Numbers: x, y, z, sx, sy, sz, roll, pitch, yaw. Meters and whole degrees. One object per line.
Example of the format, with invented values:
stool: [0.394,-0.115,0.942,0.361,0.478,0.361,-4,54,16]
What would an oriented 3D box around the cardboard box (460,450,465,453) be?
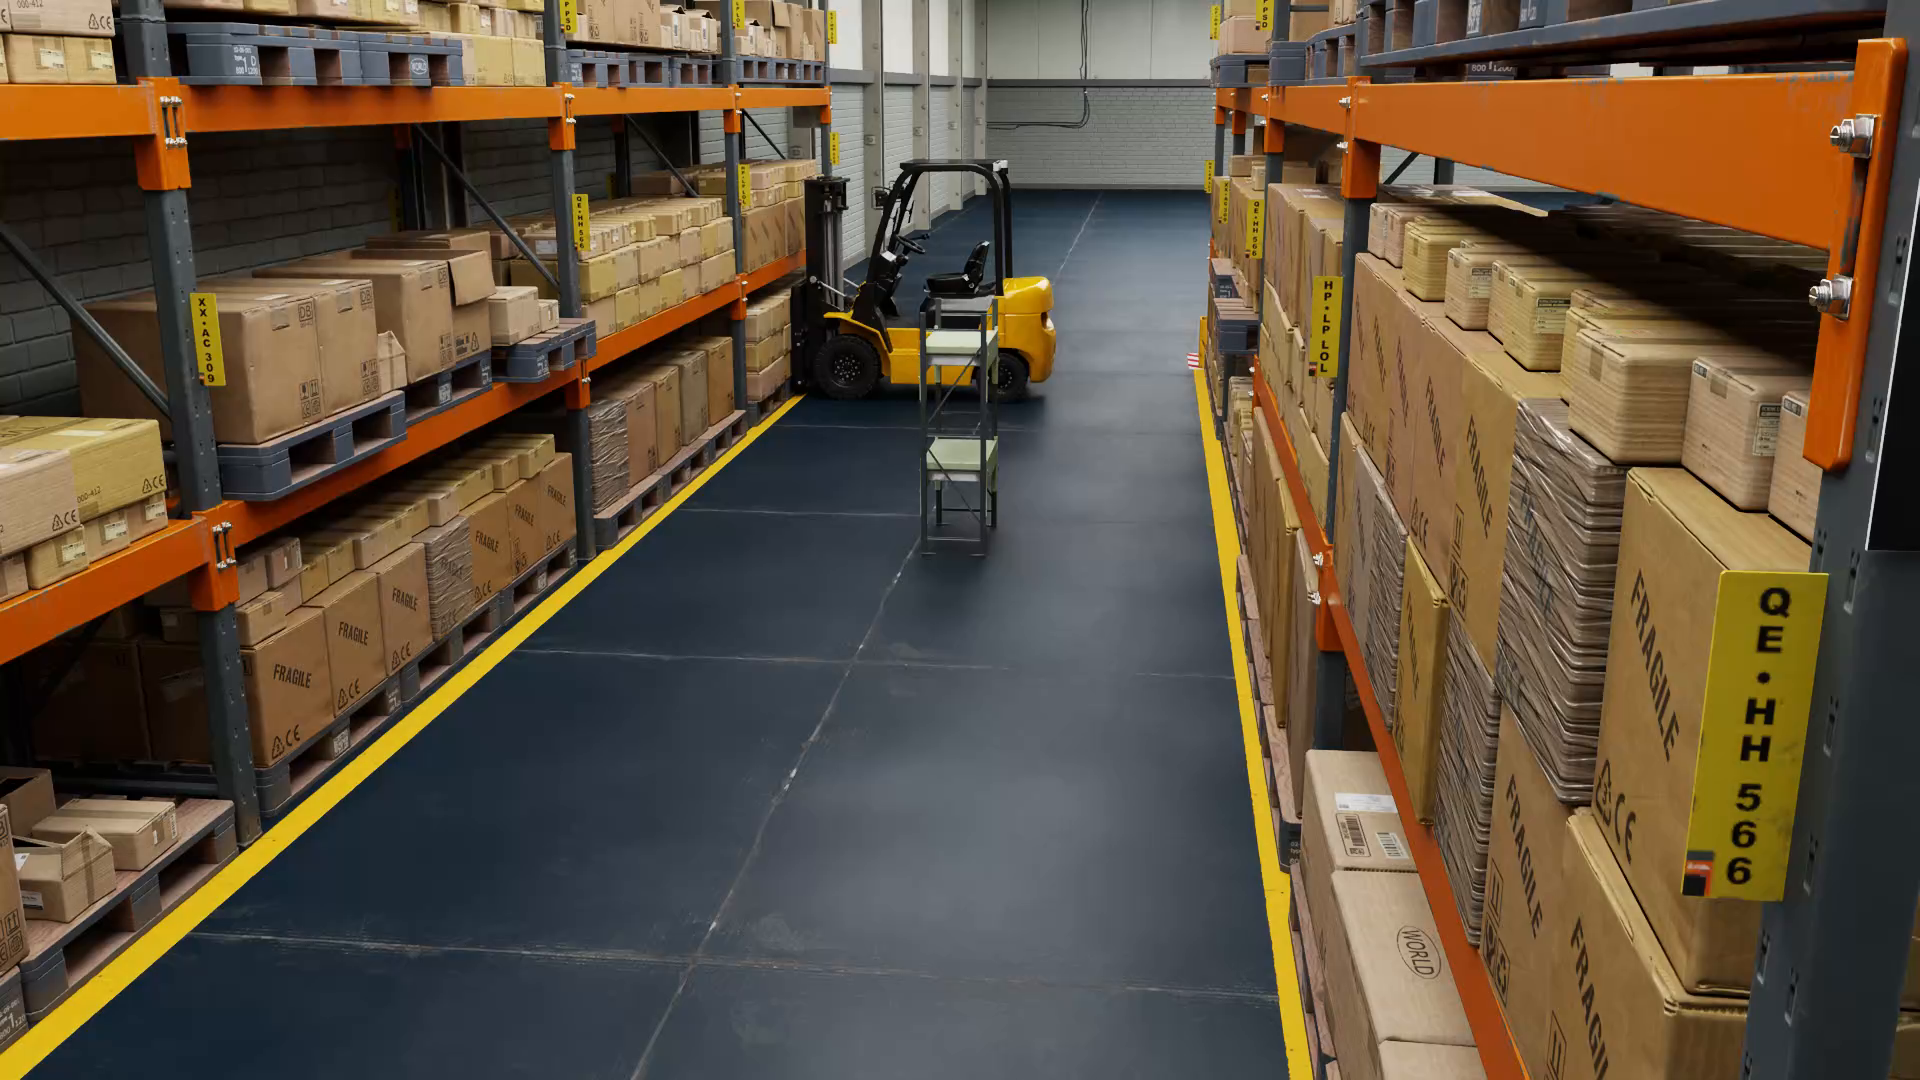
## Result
cardboard box: [-3.075,-0.236,9.771,0.500,0.500,0.500,2,15,8]

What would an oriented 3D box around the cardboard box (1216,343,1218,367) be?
cardboard box: [2.491,-1.763,14.464,0.500,0.500,0.500,2,15,7]

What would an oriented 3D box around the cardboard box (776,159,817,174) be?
cardboard box: [-1.677,-3.821,17.043,0.380,0.149,0.250,2,15,6]

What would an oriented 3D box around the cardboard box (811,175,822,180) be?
cardboard box: [-1.606,-3.611,16.837,0.380,0.149,0.250,2,15,7]

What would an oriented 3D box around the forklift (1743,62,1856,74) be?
forklift: [4.921,-1.398,10.216,1.130,2.935,3.031,2,15,7]

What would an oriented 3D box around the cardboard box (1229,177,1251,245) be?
cardboard box: [2.242,-2.384,12.167,0.500,0.500,0.500,2,15,6]

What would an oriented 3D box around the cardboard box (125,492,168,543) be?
cardboard box: [-2.985,-0.092,5.736,0.380,0.149,0.250,2,15,7]

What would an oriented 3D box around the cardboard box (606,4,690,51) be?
cardboard box: [-2.223,-3.640,11.805,0.500,0.311,0.500,1,15,4]

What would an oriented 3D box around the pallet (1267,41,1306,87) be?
pallet: [2.164,-2.384,8.346,1.213,0.211,1.003,2,15,9]

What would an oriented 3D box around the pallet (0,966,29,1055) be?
pallet: [-3.413,1.539,4.568,1.003,0.211,1.213,2,15,6]

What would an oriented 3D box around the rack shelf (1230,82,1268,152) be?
rack shelf: [2.410,-2.815,10.957,1.077,0.370,4.000,2,15,6]

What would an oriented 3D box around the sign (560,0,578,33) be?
sign: [-2.210,-3.022,9.353,0.100,0.325,0.005,2,15,6]

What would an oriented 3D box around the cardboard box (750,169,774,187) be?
cardboard box: [-1.873,-3.226,14.840,0.380,0.149,0.250,1,15,5]

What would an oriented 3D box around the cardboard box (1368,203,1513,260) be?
cardboard box: [1.439,-0.928,4.996,0.380,0.149,0.250,1,15,5]

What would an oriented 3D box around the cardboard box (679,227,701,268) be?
cardboard box: [-2.213,-2.146,12.181,0.500,0.250,0.500,2,15,7]

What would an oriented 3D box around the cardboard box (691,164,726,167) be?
cardboard box: [-2.350,-3.506,15.877,0.380,0.149,0.250,1,15,5]

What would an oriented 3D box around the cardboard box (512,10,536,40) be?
cardboard box: [-2.549,-2.810,9.083,0.380,0.149,0.250,2,15,7]

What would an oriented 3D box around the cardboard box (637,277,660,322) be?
cardboard box: [-2.343,-1.640,11.268,0.500,0.250,0.500,1,15,4]

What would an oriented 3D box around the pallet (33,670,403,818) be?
pallet: [-3.146,0.831,7.185,1.003,0.211,1.213,2,15,6]

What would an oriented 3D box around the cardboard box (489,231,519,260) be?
cardboard box: [-2.913,-1.792,10.109,0.380,0.149,0.250,2,15,8]

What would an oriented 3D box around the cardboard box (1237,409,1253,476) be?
cardboard box: [2.424,-0.664,11.600,0.950,0.372,0.625,2,15,8]

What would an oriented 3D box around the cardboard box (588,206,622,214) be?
cardboard box: [-2.723,-2.391,12.324,0.380,0.149,0.250,2,15,6]

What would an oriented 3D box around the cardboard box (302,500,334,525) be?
cardboard box: [-3.282,-0.118,8.093,0.380,0.149,0.250,1,15,4]

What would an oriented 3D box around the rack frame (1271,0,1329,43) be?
rack frame: [2.184,-4.091,8.553,1.000,3.000,0.127,2,15,6]

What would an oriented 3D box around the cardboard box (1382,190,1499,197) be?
cardboard box: [2.336,-1.451,8.175,0.500,0.500,0.500,2,15,7]

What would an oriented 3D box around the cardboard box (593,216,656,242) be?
cardboard box: [-2.285,-2.111,11.288,0.380,0.149,0.250,2,15,7]

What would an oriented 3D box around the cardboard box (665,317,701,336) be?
cardboard box: [-2.434,-1.869,14.376,0.500,0.250,0.500,2,15,7]

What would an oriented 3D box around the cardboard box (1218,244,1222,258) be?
cardboard box: [2.532,-2.601,15.015,0.380,0.149,0.250,2,15,7]

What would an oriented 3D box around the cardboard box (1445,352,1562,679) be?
cardboard box: [1.188,-0.048,2.986,0.500,0.500,0.500,2,15,6]

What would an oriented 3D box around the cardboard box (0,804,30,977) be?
cardboard box: [-3.236,1.093,4.859,0.700,0.500,0.500,1,15,4]

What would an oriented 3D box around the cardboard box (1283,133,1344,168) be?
cardboard box: [2.900,-3.015,13.389,0.700,0.500,0.500,2,15,6]

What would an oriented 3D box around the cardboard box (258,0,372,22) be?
cardboard box: [-2.658,-2.212,6.833,0.380,0.149,0.250,2,15,6]

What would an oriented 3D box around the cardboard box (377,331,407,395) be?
cardboard box: [-2.662,-0.790,7.290,0.396,0.266,0.258,2,15,9]

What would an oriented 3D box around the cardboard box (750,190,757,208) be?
cardboard box: [-1.970,-2.950,14.391,0.380,0.149,0.250,2,15,6]

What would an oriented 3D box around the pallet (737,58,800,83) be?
pallet: [-2.086,-4.321,15.318,1.003,0.211,1.213,2,15,6]

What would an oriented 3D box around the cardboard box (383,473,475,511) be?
cardboard box: [-2.729,-0.244,8.558,0.380,0.149,0.250,1,15,5]

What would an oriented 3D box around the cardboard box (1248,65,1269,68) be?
cardboard box: [2.418,-3.875,13.216,0.500,0.250,0.500,2,15,6]

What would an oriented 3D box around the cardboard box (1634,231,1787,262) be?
cardboard box: [1.835,-0.651,3.973,0.380,0.149,0.250,2,15,6]

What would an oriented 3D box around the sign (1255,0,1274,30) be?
sign: [1.645,-2.909,8.938,0.100,0.325,0.005,2,15,6]

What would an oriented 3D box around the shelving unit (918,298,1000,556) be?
shelving unit: [0.001,-0.726,10.473,0.431,1.500,0.755,2,15,6]

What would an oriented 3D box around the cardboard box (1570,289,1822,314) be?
cardboard box: [1.242,-0.329,2.783,0.380,0.149,0.250,2,15,6]

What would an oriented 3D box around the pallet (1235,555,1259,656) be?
pallet: [2.020,0.353,8.952,1.003,0.211,1.213,2,15,6]

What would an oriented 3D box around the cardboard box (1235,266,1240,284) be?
cardboard box: [2.084,-1.843,11.408,0.380,0.149,0.250,2,15,8]

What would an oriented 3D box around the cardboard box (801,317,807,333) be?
cardboard box: [-1.755,-2.003,15.827,0.500,0.250,0.500,2,15,6]

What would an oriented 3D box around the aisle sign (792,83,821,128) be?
aisle sign: [-1.547,-4.679,17.238,0.394,0.787,0.004,2,15,6]

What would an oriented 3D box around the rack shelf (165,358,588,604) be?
rack shelf: [-2.974,-0.475,8.049,1.077,0.370,4.000,2,15,6]

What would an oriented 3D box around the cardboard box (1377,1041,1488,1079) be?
cardboard box: [1.351,1.502,3.465,0.875,0.438,0.875,2,15,8]

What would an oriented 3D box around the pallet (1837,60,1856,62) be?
pallet: [7.668,-3.730,13.134,1.003,0.211,1.213,2,15,6]

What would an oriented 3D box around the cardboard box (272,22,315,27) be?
cardboard box: [-3.113,-2.364,7.396,0.380,0.149,0.250,2,15,7]

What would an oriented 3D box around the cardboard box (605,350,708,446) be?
cardboard box: [-2.440,-1.098,12.720,0.875,0.625,0.625,2,15,6]

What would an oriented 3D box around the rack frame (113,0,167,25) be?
rack frame: [-3.200,-3.199,5.253,1.000,3.000,0.127,2,15,6]

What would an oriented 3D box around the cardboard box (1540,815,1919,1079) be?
cardboard box: [1.073,0.698,2.141,0.500,0.500,0.500,2,15,7]

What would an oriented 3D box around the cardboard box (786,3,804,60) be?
cardboard box: [-1.868,-4.778,15.651,0.700,0.500,0.500,2,15,7]

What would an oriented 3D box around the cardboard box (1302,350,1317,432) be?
cardboard box: [1.590,-0.578,6.383,0.500,0.250,0.500,2,15,8]

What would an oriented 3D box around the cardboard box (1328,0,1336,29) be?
cardboard box: [2.291,-2.794,8.498,0.797,0.503,0.637,1,15,3]
